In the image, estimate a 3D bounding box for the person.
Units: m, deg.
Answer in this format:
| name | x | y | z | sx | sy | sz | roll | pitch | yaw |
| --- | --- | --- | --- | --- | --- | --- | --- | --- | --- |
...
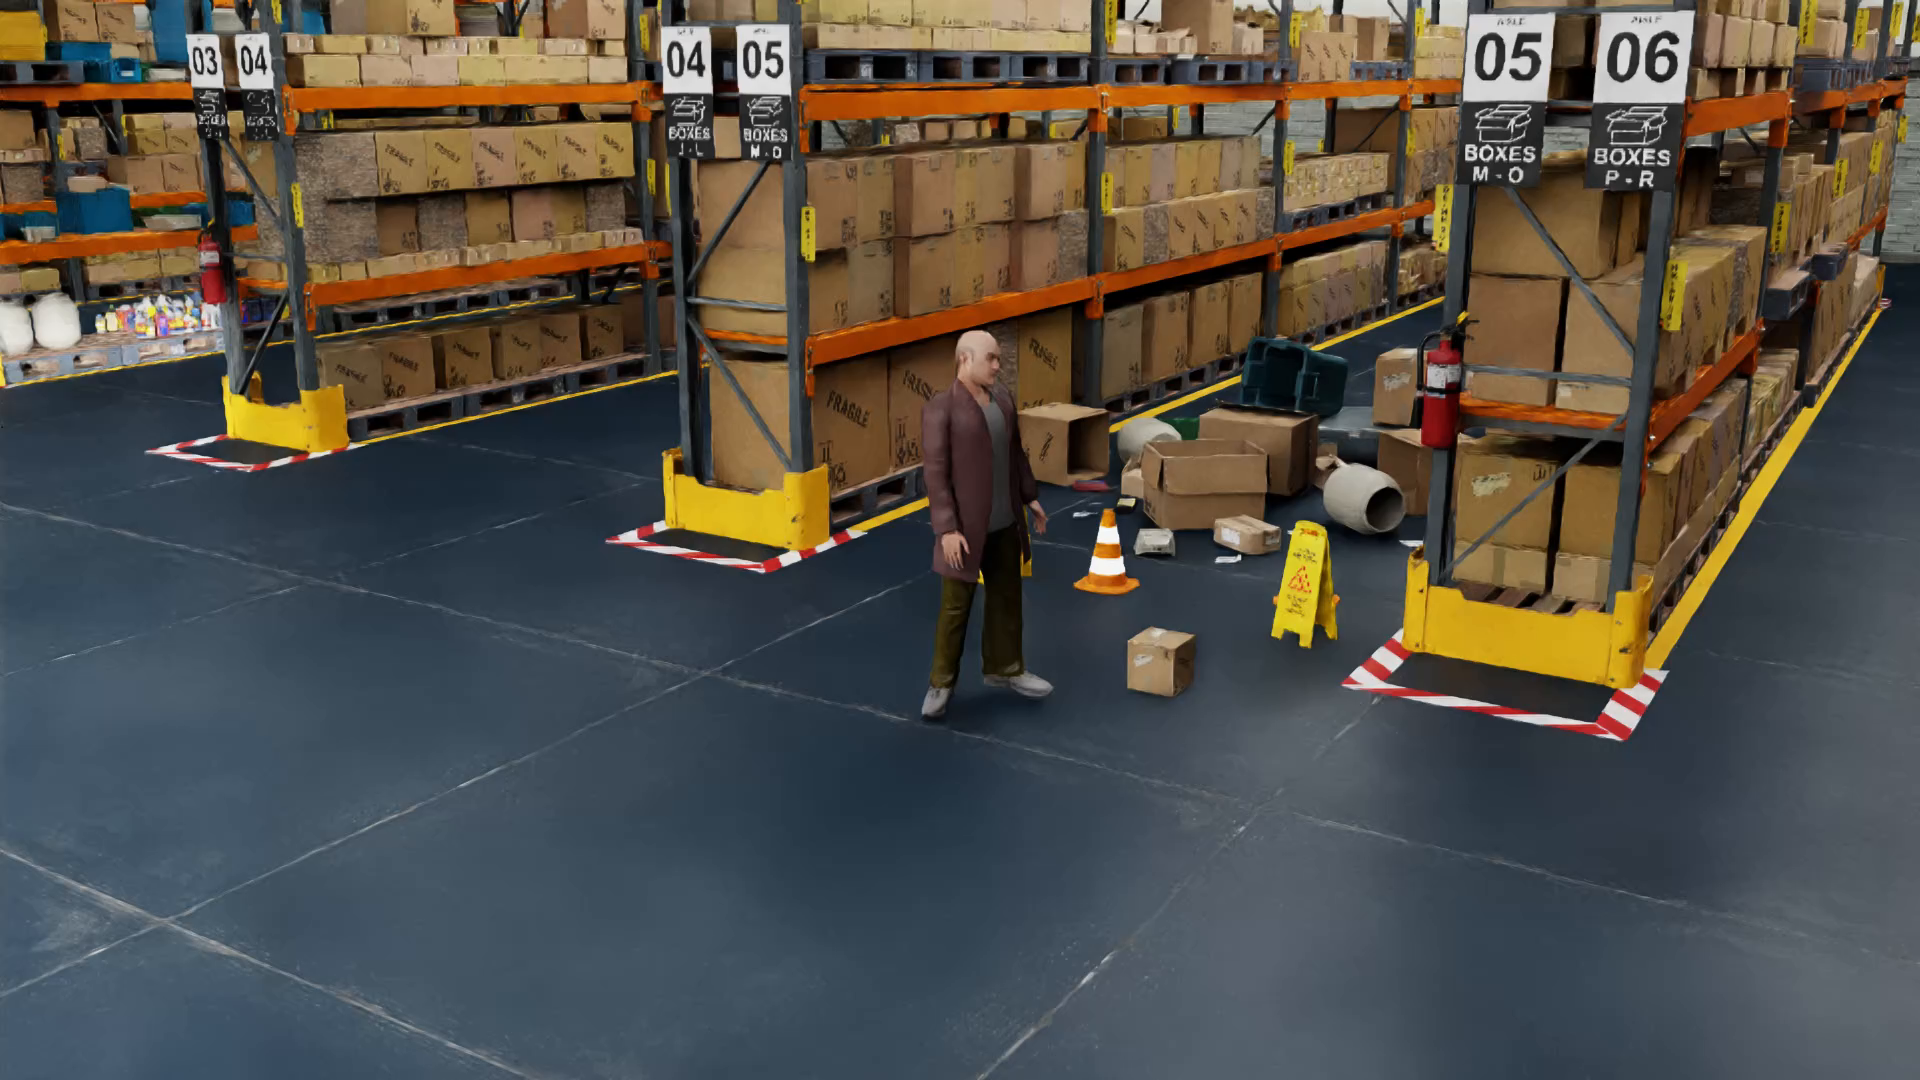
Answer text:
| name | x | y | z | sx | sy | sz | roll | pitch | yaw |
| --- | --- | --- | --- | --- | --- | --- | --- | --- | --- |
| person | 0.111 | -0.086 | 7.750 | 0.736 | 1.784 | 0.432 | -14 | 21 | -40 |
